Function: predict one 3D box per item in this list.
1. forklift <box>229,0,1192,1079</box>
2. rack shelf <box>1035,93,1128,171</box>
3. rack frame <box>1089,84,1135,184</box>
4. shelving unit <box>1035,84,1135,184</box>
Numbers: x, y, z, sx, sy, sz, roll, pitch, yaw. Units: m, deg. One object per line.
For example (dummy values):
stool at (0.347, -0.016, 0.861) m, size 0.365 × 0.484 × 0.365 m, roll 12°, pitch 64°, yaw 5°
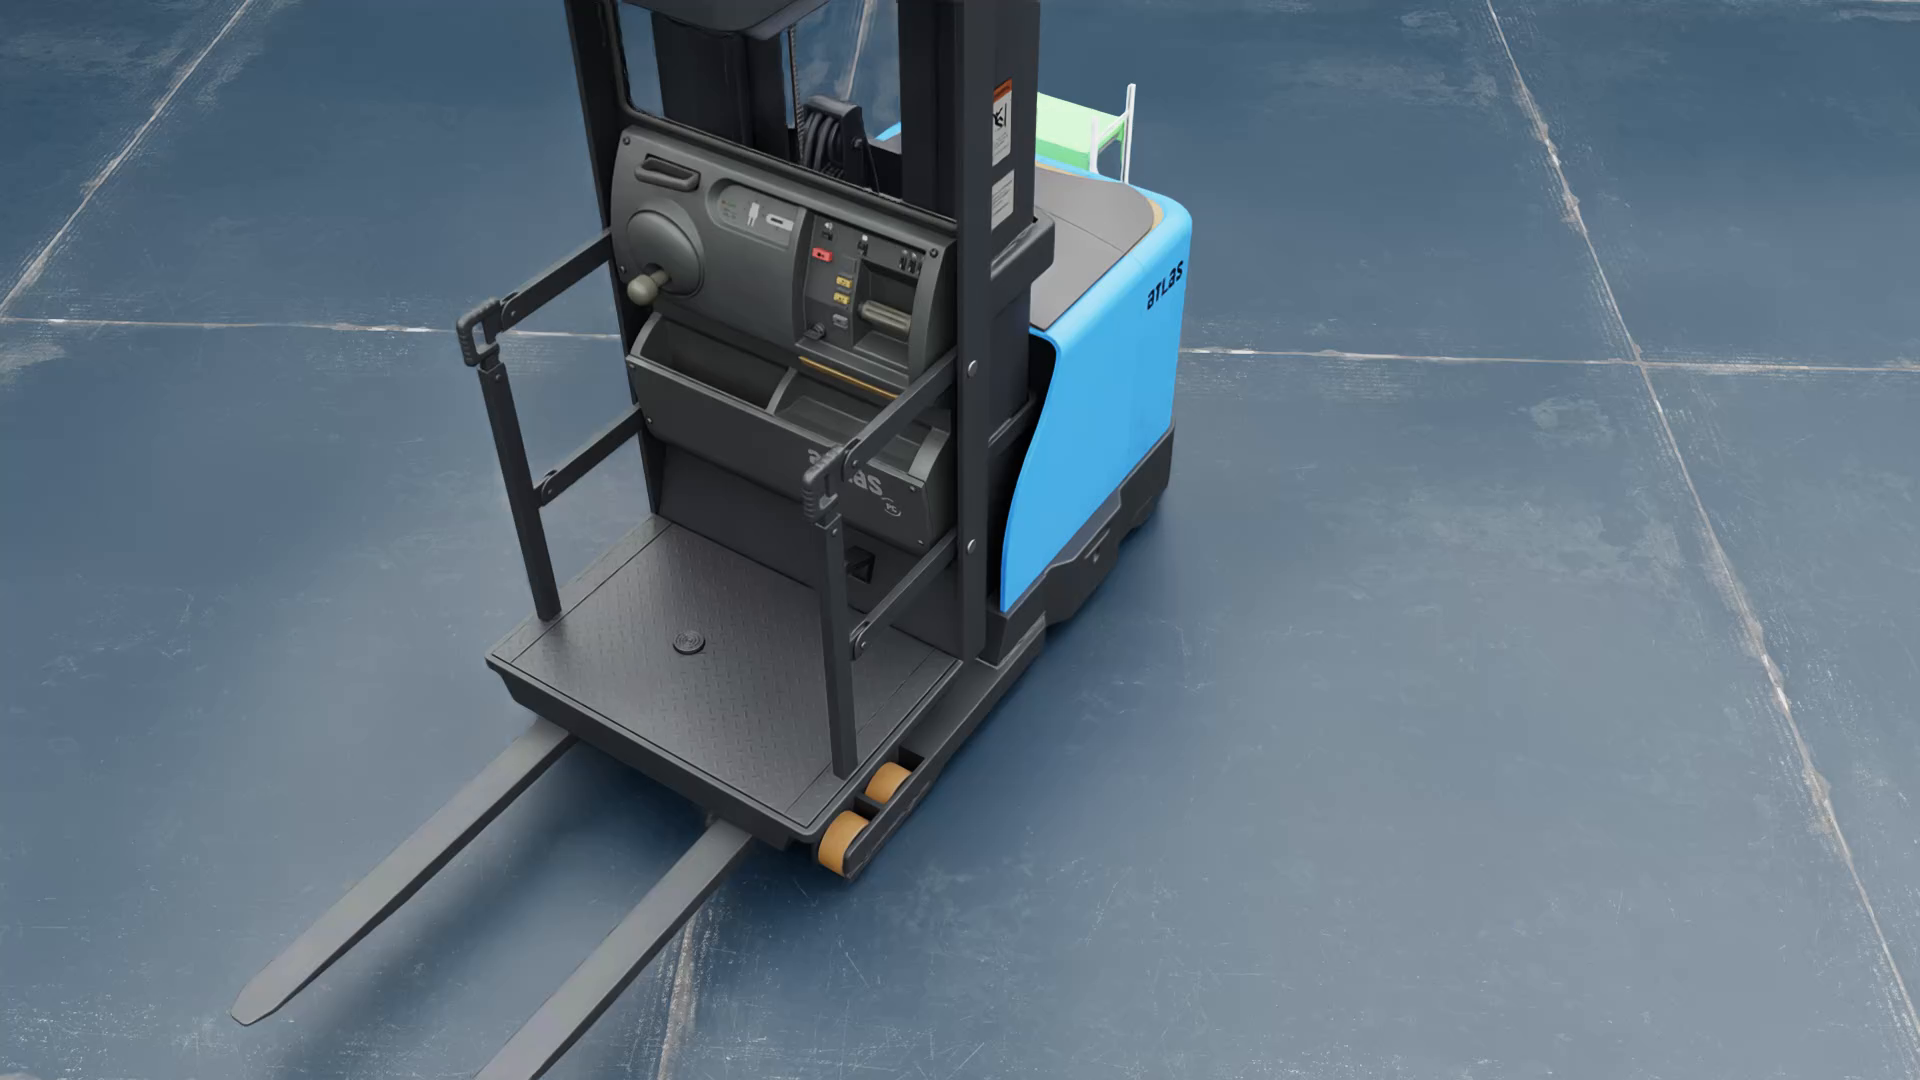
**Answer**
forklift at (-0.553, -0.575, 3.717) m, size 1.130 × 2.935 × 3.031 m, roll 24°, pitch 48°, yaw 24°
rack shelf at (0.245, -1.241, 5.092) m, size 0.480 × 0.148 × 0.258 m, roll 24°, pitch 48°, yaw 23°
rack frame at (0.451, -0.847, 5.279) m, size 0.015 × 1.200 × 0.240 m, roll 24°, pitch 48°, yaw 23°
shelving unit at (0.245, -0.937, 5.375) m, size 0.503 × 1.200 × 0.258 m, roll 24°, pitch 48°, yaw 23°
